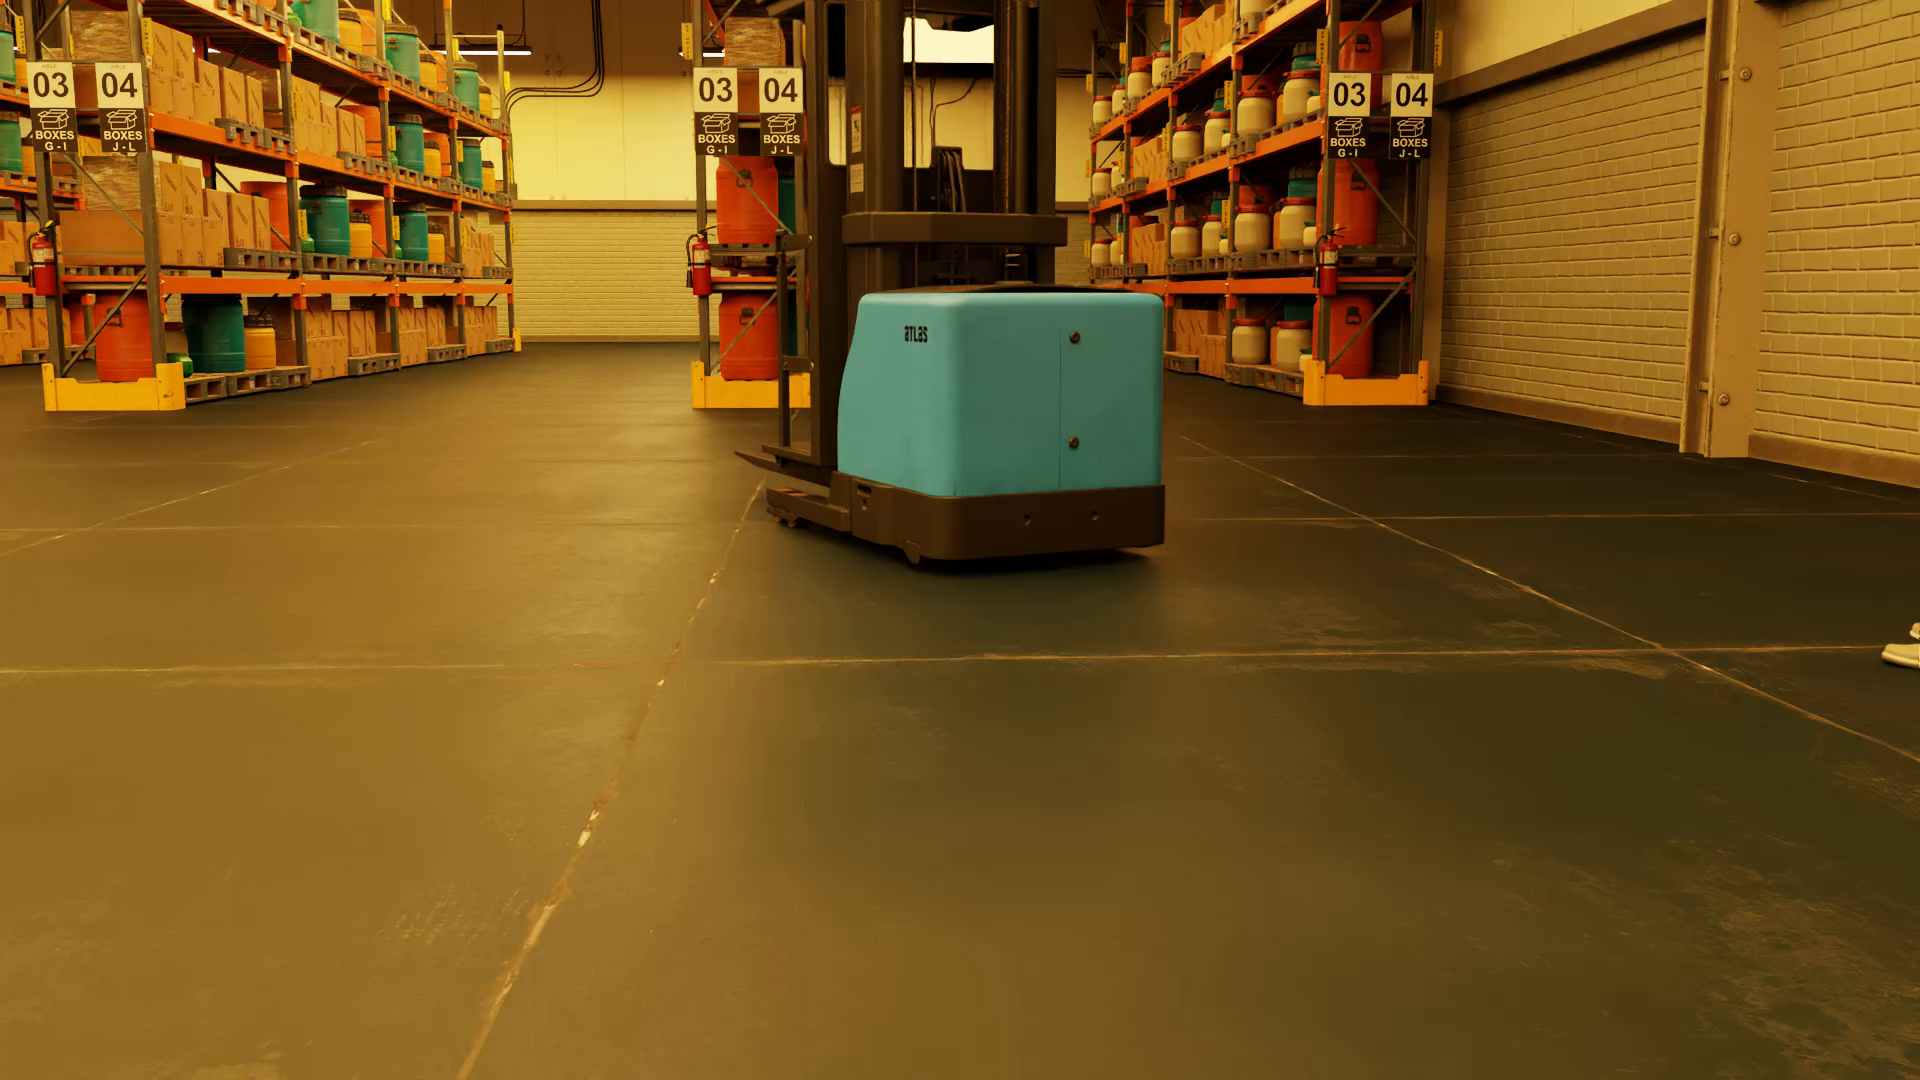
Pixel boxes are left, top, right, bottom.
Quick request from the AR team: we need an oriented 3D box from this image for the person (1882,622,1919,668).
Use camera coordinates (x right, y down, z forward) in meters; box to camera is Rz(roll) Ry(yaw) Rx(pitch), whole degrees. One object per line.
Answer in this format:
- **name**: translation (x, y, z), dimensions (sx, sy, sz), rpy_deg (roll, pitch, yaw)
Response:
- **person**: translation (3.007, -0.473, 4.844), dimensions (0.413, 1.673, 0.606), rpy_deg (8, 12, 43)

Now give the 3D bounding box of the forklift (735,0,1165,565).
- **forklift**: translation (-0.264, -1.530, 7.637), dimensions (1.130, 2.935, 3.031), rpy_deg (-4, 9, -25)
